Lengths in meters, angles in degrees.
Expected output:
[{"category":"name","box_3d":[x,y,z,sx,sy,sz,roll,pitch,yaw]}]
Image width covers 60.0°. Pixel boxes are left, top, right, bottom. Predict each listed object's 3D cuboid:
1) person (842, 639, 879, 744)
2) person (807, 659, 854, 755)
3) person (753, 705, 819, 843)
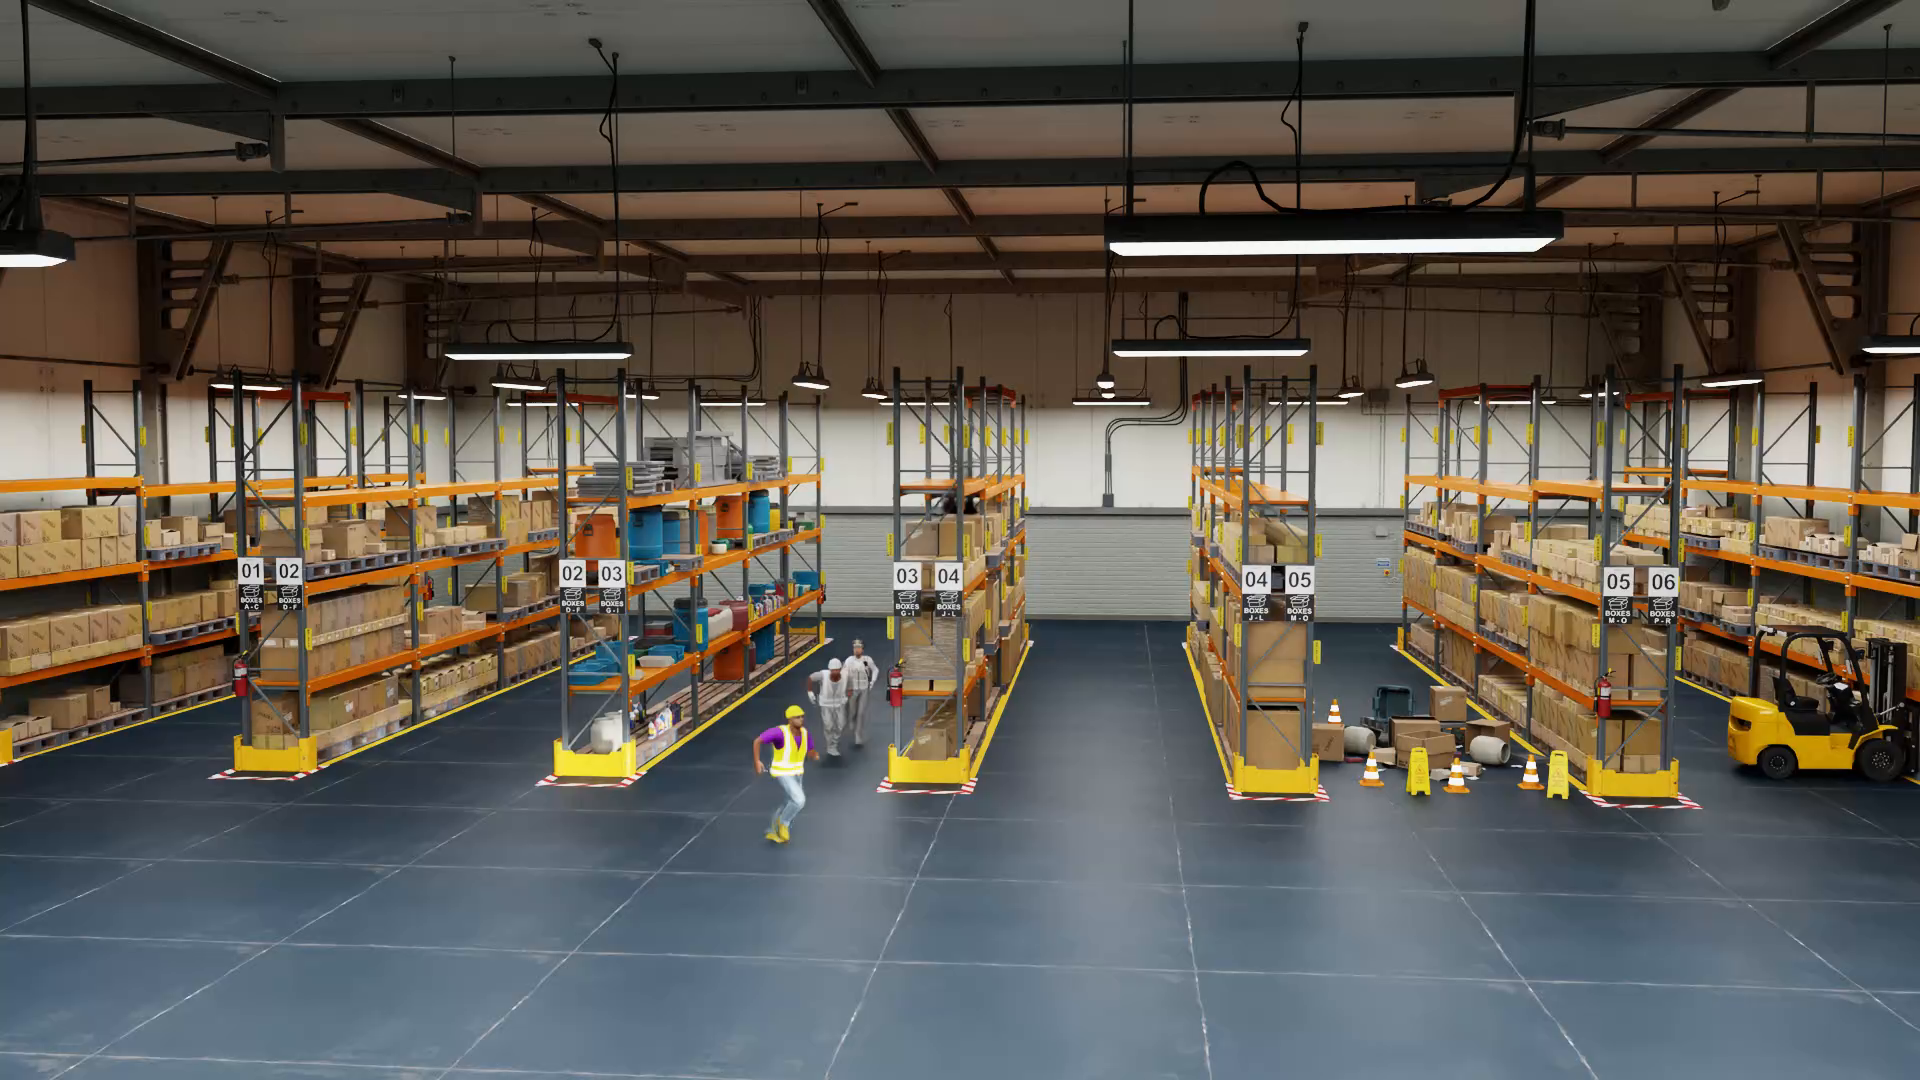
[{"category":"person","box_3d":[-1.650,2.471,27.443,0.625,1.698,0.810,0,4,1]},{"category":"person","box_3d":[-2.012,2.603,25.849,0.715,1.589,0.822,-1,4,-11]},{"category":"person","box_3d":[-2.074,2.866,20.267,0.752,1.707,0.744,3,5,41]}]
